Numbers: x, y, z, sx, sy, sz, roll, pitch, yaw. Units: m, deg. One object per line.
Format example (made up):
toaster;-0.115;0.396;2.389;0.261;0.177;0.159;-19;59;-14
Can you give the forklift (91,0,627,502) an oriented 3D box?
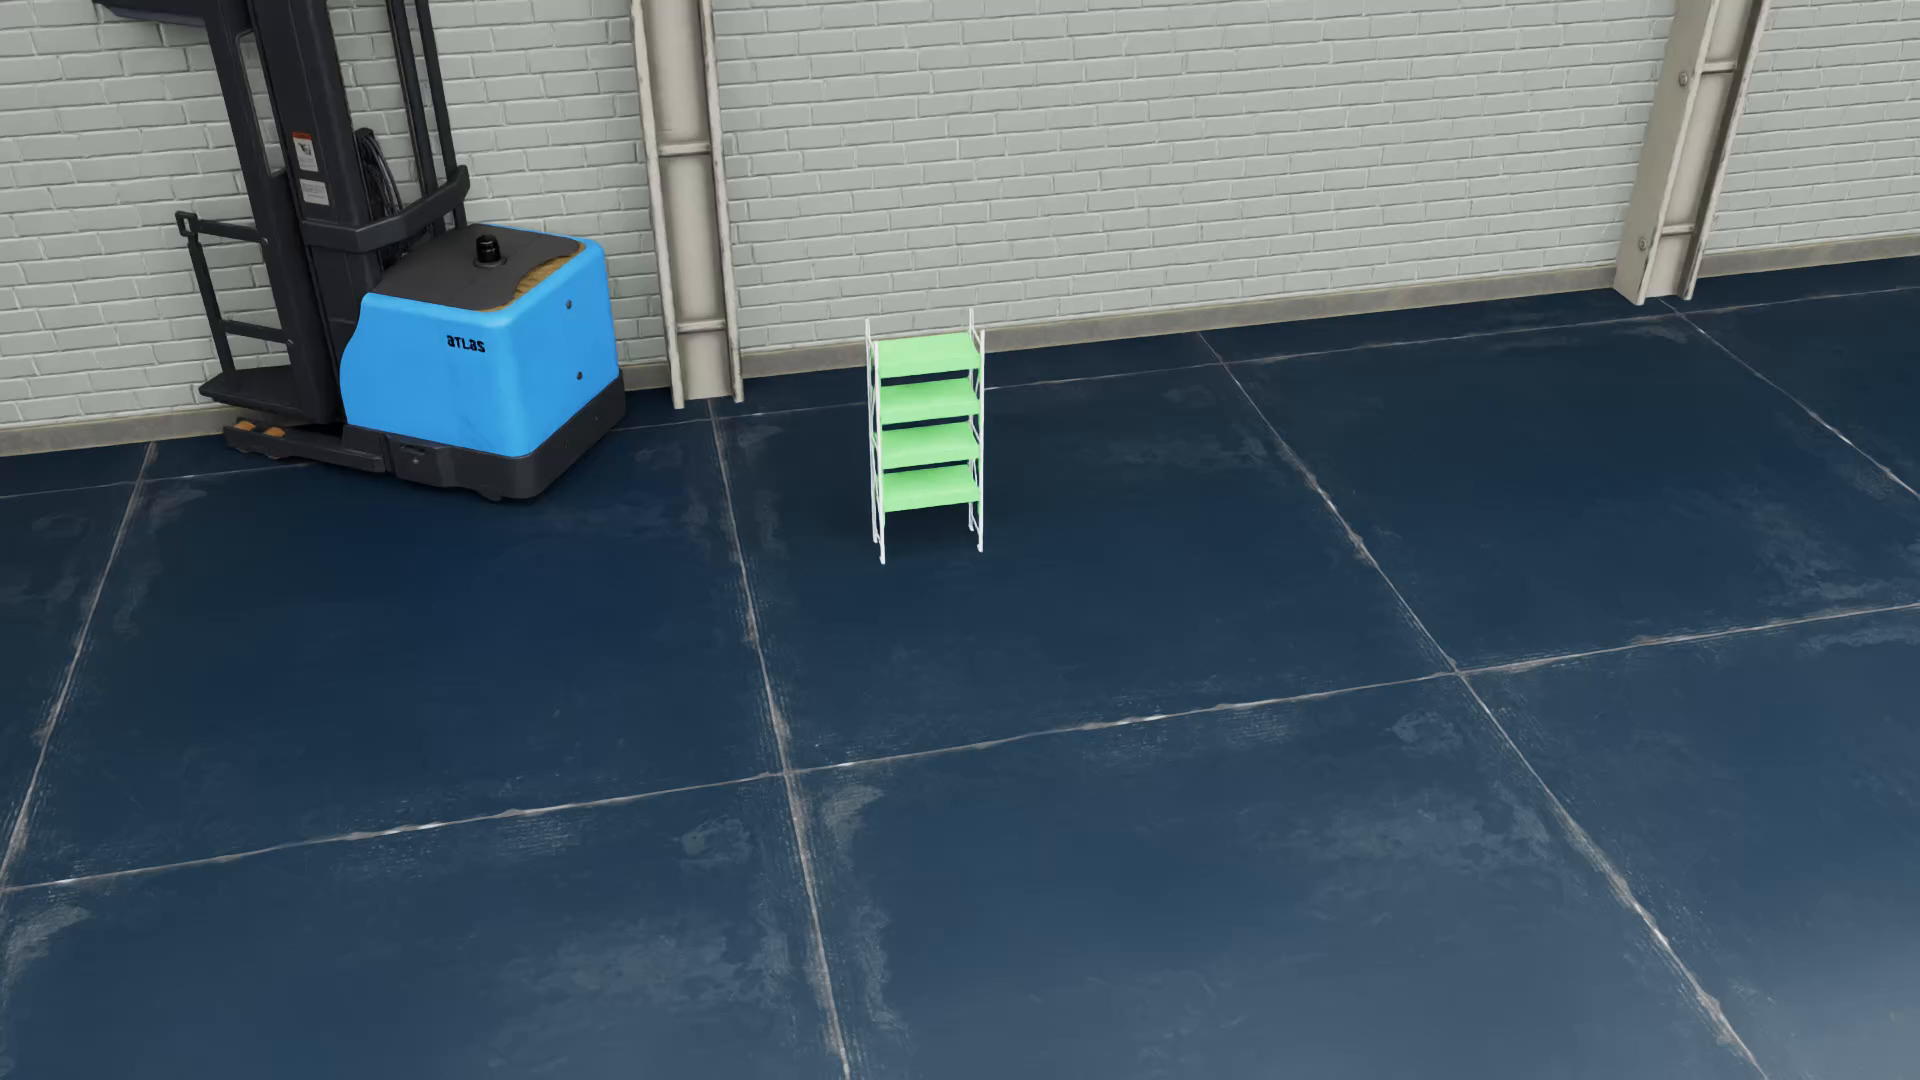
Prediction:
forklift;-3.409;-1.913;8.470;3.031;2.935;1.130;12;36;17

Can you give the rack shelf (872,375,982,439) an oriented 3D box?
rack shelf;-0.161;-0.624;7.787;0.480;0.148;0.258;-7;35;-11

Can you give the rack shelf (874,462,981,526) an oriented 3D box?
rack shelf;-0.161;-0.226;8.055;0.480;0.148;0.258;-7;35;-11

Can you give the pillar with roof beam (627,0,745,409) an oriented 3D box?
pillar with roof beam;-0.498;-2.241;3.513;0.400;9.000;9.100;-7;35;-11

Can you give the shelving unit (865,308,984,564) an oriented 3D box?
shelving unit;-0.161;-0.478;7.885;0.503;1.200;0.258;-7;35;-11

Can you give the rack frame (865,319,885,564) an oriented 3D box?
rack frame;-0.399;-0.448;7.841;0.015;1.200;0.240;-7;35;-11

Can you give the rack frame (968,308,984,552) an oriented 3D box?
rack frame;0.077;-0.508;7.930;0.015;1.200;0.240;-7;35;-11

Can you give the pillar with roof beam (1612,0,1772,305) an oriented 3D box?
pillar with roof beam;5.354;-2.978;4.612;0.400;9.000;9.100;-7;35;-11

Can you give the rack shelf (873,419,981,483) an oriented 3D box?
rack shelf;-0.161;-0.425;7.921;0.480;0.148;0.258;-7;35;-11

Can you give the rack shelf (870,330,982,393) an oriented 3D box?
rack shelf;-0.161;-0.823;7.653;0.480;0.148;0.258;-7;35;-11
